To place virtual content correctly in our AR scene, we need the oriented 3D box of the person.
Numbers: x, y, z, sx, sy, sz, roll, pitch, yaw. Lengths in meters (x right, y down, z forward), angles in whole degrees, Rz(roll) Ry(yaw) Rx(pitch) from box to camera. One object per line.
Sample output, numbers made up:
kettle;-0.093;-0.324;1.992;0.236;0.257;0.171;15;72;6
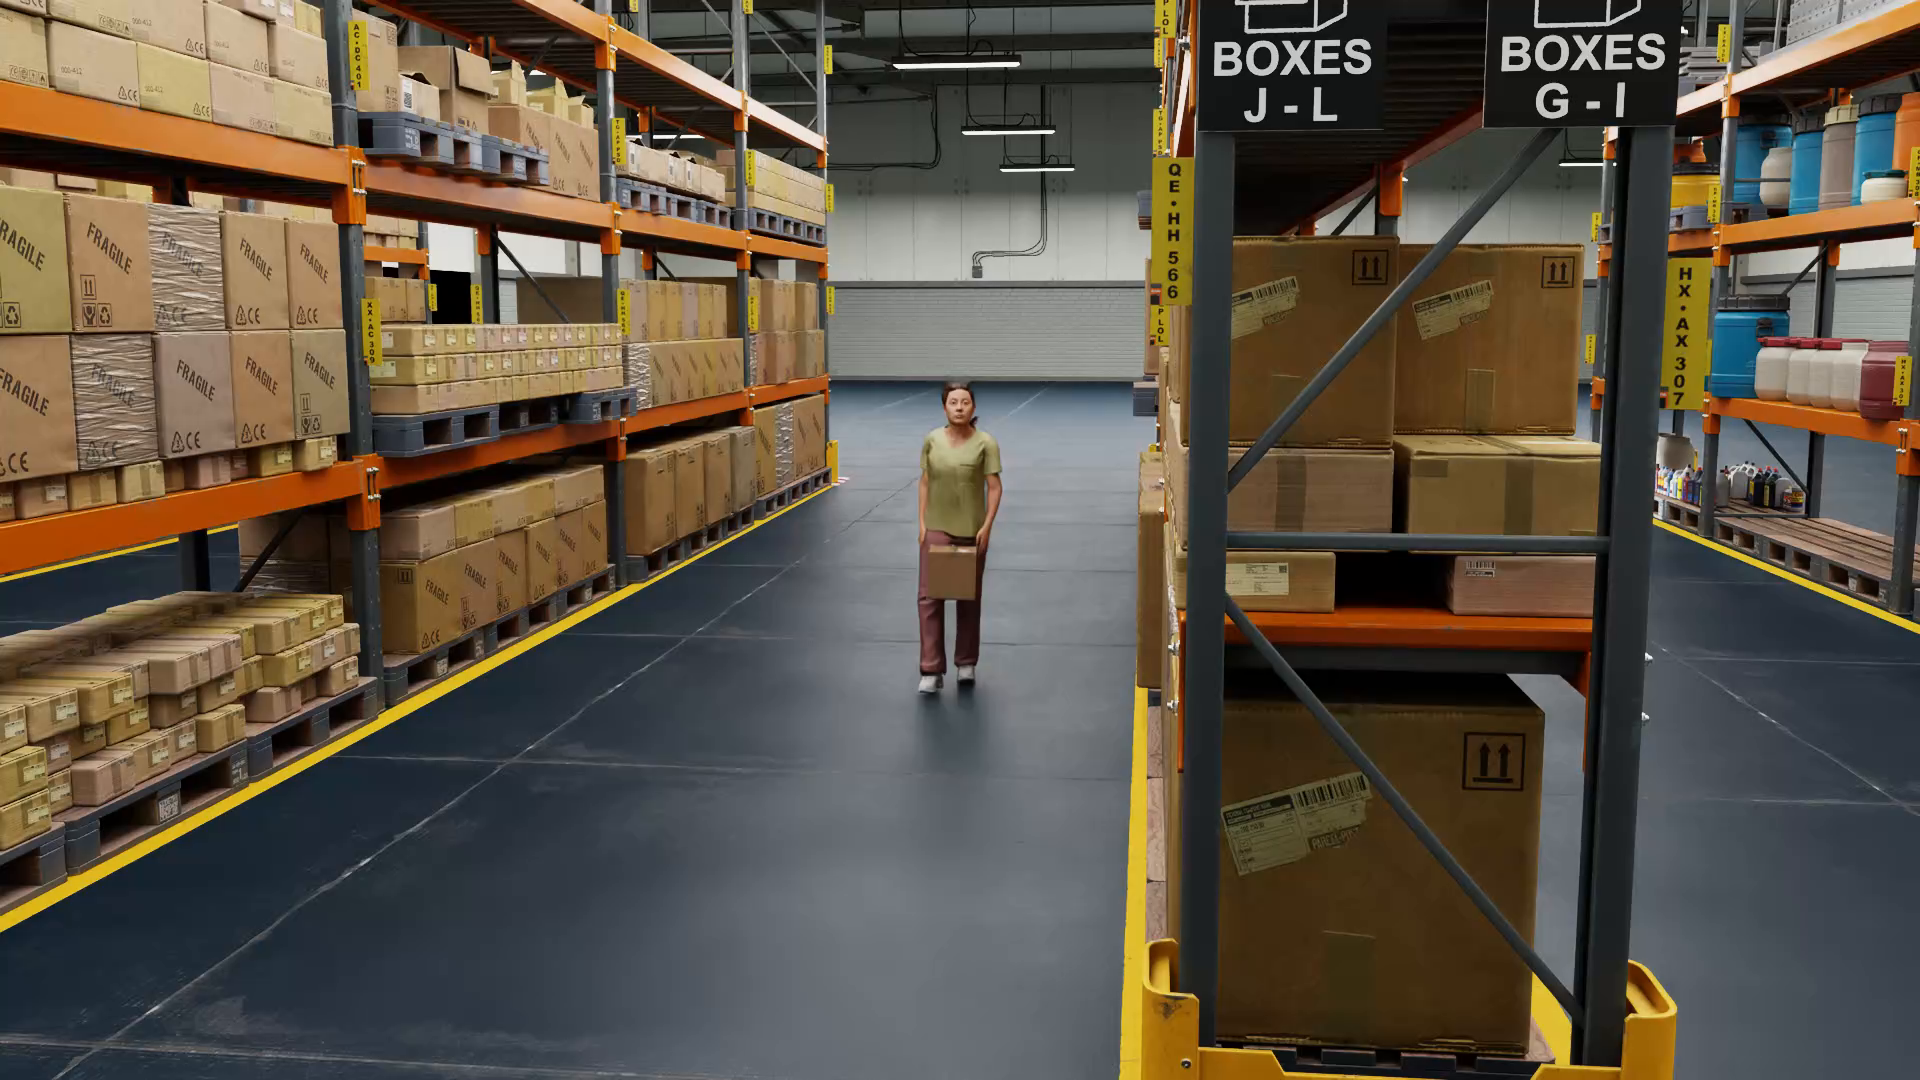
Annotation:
person;-0.010;-0.024;8.928;0.464;1.654;0.748;1;8;6
